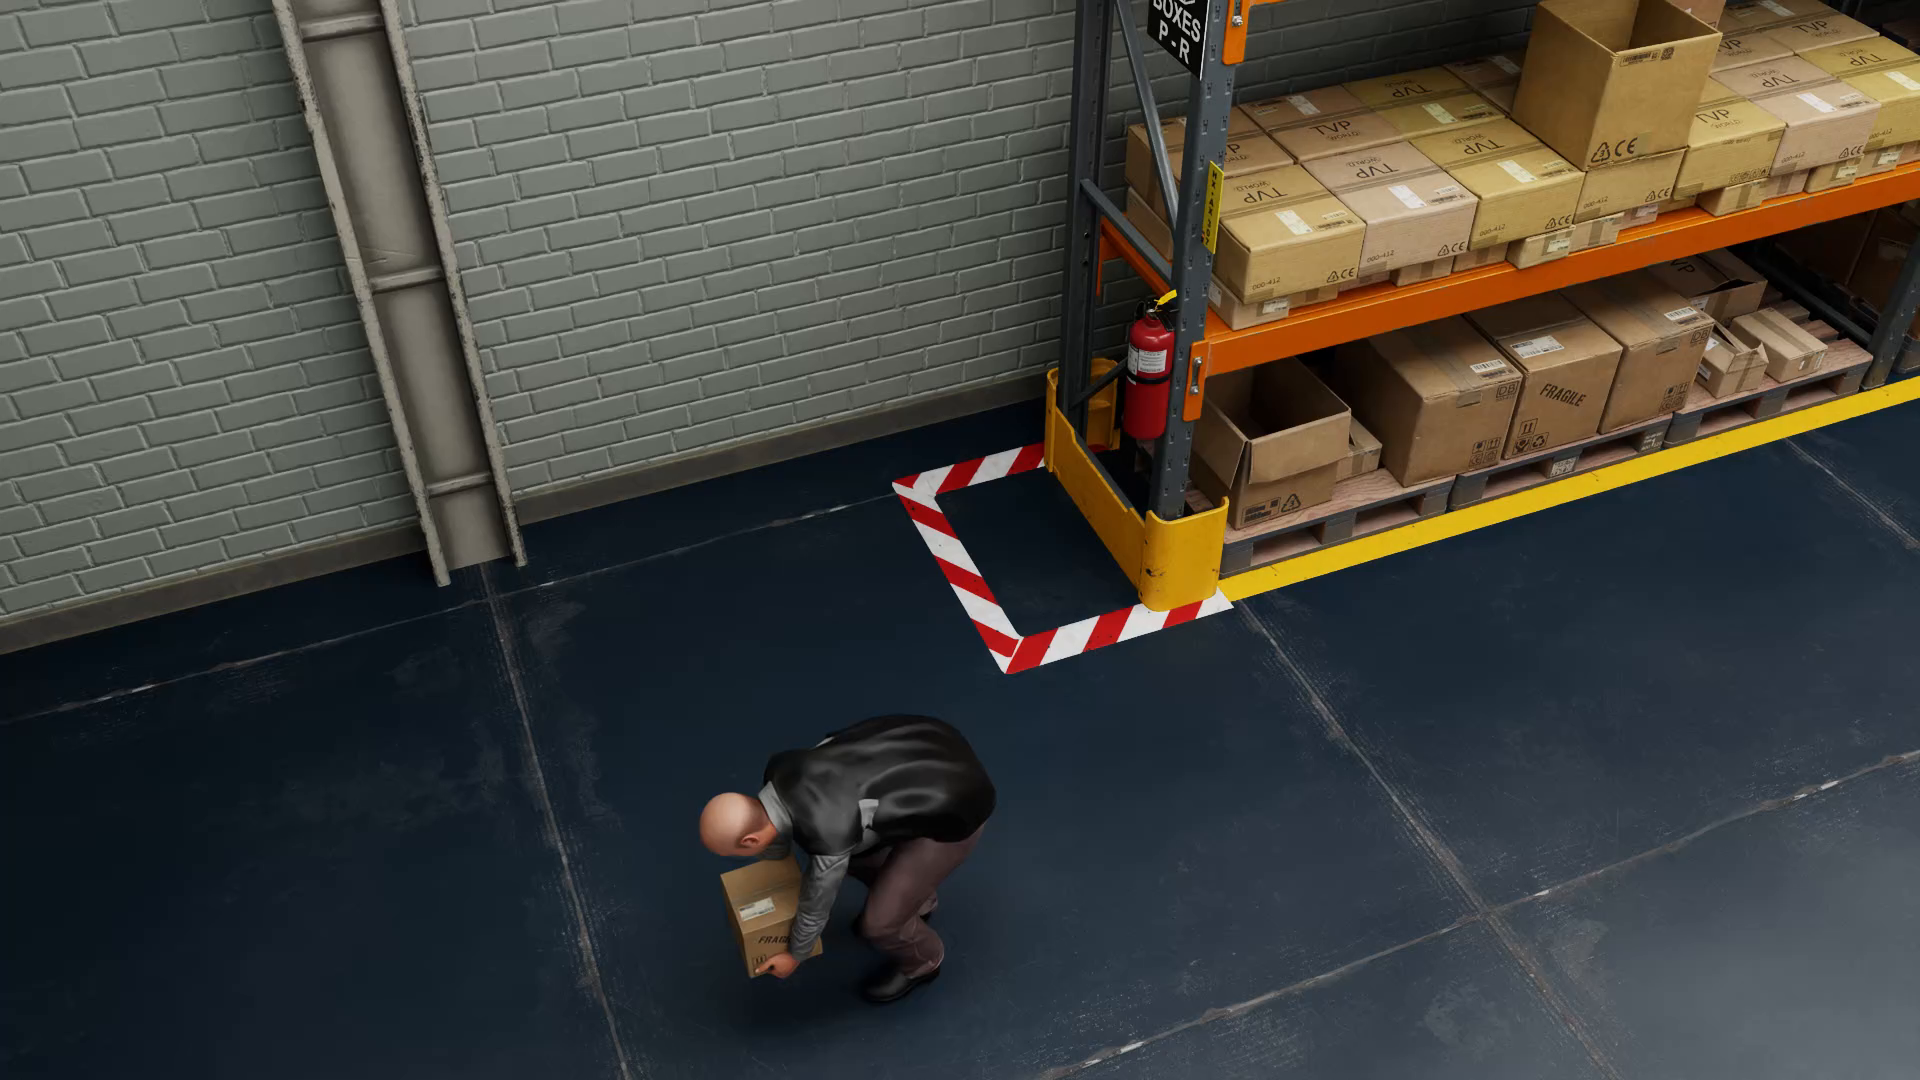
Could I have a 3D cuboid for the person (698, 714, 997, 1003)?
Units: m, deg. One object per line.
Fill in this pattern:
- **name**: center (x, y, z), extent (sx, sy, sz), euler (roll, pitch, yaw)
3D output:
- **person**: center (-0.357, 1.075, 5.426), extent (0.946, 1.108, 0.482), euler (-17, 44, -19)
